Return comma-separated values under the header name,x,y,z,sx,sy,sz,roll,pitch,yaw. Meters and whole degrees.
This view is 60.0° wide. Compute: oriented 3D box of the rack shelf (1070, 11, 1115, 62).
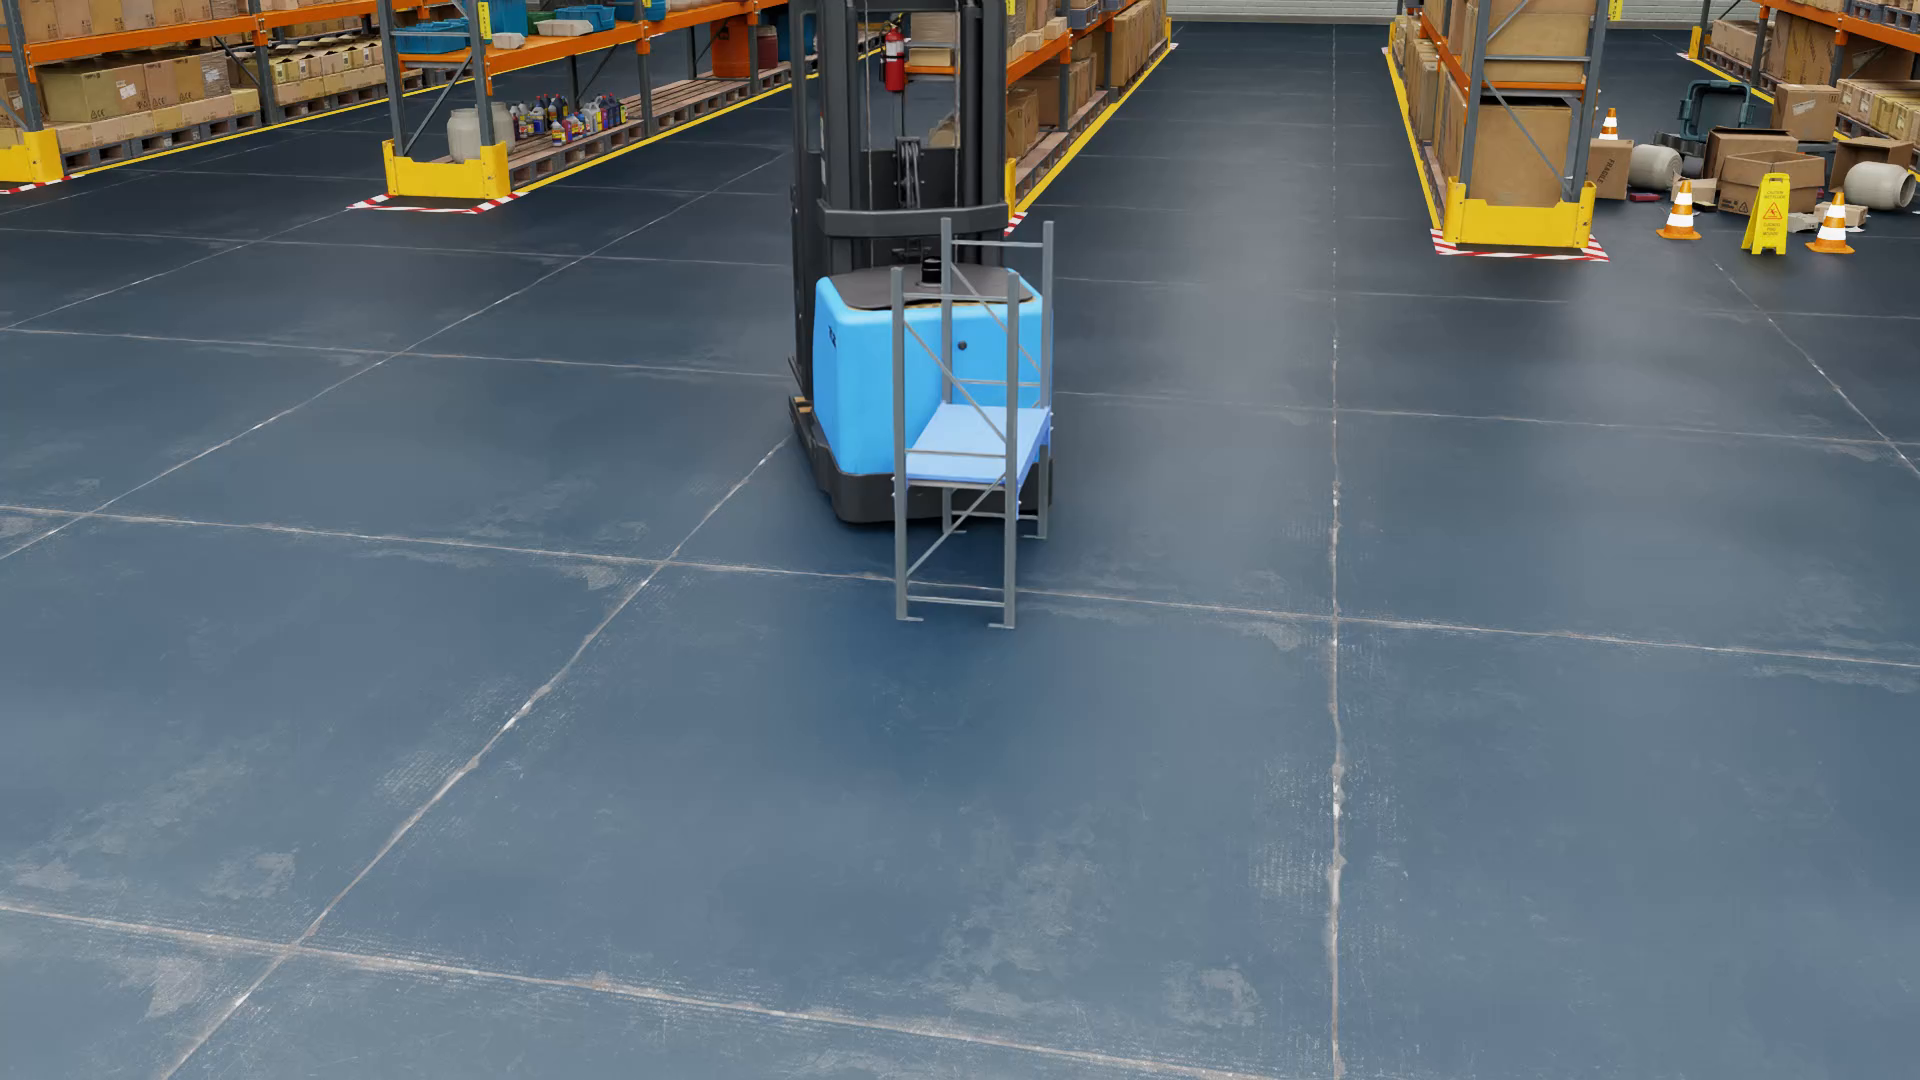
name,x,y,z,sx,sy,sz,roll,pitch,yaw
rack shelf,1.119,-6.224,20.255,1.077,0.370,4.000,4,22,11

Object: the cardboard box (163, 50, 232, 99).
name,x,y,z,sx,sy,sz,roll,pitch,yaw
cardboard box,-8.980,-5.482,19.564,0.500,0.500,0.500,4,22,11

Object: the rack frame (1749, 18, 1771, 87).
name,x,y,z,sx,sy,sz,roll,pitch,yaw
rack frame,12.045,-7.996,23.693,1.000,3.000,0.127,4,22,11

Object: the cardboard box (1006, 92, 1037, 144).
name,x,y,z,sx,sy,sz,roll,pitch,yaw
cardboard box,0.481,-4.508,17.816,0.500,0.500,0.500,12,25,28

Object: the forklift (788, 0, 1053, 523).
name,x,y,z,sx,sy,sz,roll,pitch,yaw
forklift,-0.359,-1.960,8.797,1.130,2.935,3.031,-5,22,-11

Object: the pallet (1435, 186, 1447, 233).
name,x,y,z,sx,sy,sz,roll,pitch,yaw
pallet,4.817,-2.953,14.903,1.003,0.211,1.213,4,22,11

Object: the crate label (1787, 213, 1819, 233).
name,x,y,z,sx,sy,sz,roll,pitch,yaw
crate label,7.365,-2.788,14.593,0.250,0.136,0.298,-7,23,-17

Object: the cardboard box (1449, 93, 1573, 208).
name,x,y,z,sx,sy,sz,roll,pitch,yaw
cardboard box,4.804,-3.410,14.588,0.875,0.875,0.875,5,22,11

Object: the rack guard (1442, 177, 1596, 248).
name,x,y,z,sx,sy,sz,roll,pitch,yaw
rack guard,4.725,-2.780,14.087,1.175,0.500,0.348,4,22,11

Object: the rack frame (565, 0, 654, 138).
name,x,y,z,sx,sy,sz,roll,pitch,yaw
rack frame,-4.138,-6.204,19.242,1.000,3.000,0.127,4,22,11

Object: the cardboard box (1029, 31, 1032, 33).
name,x,y,z,sx,sy,sz,roll,pitch,yaw
cardboard box,0.509,-4.975,16.528,0.380,0.149,0.250,4,22,11

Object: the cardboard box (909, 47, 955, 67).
name,x,y,z,sx,sy,sz,roll,pitch,yaw
cardboard box,-0.249,-4.367,15.017,0.380,0.149,0.250,4,22,11

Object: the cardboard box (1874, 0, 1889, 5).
name,x,y,z,sx,sy,sz,roll,pitch,yaw
cardboard box,10.713,-6.211,19.033,0.380,0.149,0.250,5,22,11

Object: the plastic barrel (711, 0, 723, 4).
name,x,y,z,sx,sy,sz,roll,pitch,yaw
plastic barrel,-3.322,-7.326,21.879,0.421,0.512,0.421,0,22,0

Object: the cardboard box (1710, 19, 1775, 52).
name,x,y,z,sx,sy,sz,roll,pitch,yaw
cardboard box,12.825,-8.217,27.107,0.875,0.438,0.875,4,22,9

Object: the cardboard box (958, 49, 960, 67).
name,x,y,z,sx,sy,sz,roll,pitch,yaw
cardboard box,0.187,-4.333,14.933,0.380,0.149,0.250,4,22,11

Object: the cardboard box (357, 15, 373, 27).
name,x,y,z,sx,sy,sz,roll,pitch,yaw
cardboard box,-11.534,-9.936,31.293,0.700,0.500,0.500,4,22,11

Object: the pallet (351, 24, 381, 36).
name,x,y,z,sx,sy,sz,roll,pitch,yaw
pallet,-11.474,-9.756,31.794,1.003,0.211,1.213,4,22,11

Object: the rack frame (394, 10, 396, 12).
name,x,y,z,sx,sy,sz,roll,pitch,yaw
rack frame,-11.388,-11.347,32.014,1.000,3.000,0.127,4,22,11

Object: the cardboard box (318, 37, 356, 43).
name,x,y,z,sx,sy,sz,roll,pitch,yaw
cardboard box,-8.663,-6.863,23.247,0.500,0.311,0.500,4,22,10

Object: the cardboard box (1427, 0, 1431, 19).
name,x,y,z,sx,sy,sz,roll,pitch,yaw
cardboard box,5.802,-6.406,19.611,0.500,0.500,0.500,4,22,11

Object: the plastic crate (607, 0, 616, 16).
name,x,y,z,sx,sy,sz,roll,pitch,yaw
plastic crate,-4.338,-6.434,19.727,0.402,0.464,0.583,4,22,11

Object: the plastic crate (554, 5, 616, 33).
name,x,y,z,sx,sy,sz,roll,pitch,yaw
plastic crate,-4.098,-5.709,18.213,0.499,0.251,0.616,4,22,11

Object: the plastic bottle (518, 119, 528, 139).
name,x,y,z,sx,sy,sz,roll,pitch,yaw
plastic bottle,-4.776,-4.490,18.144,0.097,0.201,0.097,0,22,0

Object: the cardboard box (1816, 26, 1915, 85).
name,x,y,z,sx,sy,sz,roll,pitch,yaw
cardboard box,11.451,-5.989,20.991,0.875,0.875,0.875,4,22,10

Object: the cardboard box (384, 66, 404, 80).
name,x,y,z,sx,sy,sz,roll,pitch,yaw
cardboard box,-8.140,-6.565,23.258,0.500,0.250,0.500,4,22,10

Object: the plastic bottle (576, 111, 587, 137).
name,x,y,z,sx,sy,sz,roll,pitch,yaw
plastic bottle,-4.147,-4.555,18.210,0.097,0.271,0.097,0,22,0

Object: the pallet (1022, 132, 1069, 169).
name,x,y,z,sx,sy,sz,roll,pitch,yaw
pallet,0.609,-4.284,18.209,1.003,0.211,1.213,4,22,11

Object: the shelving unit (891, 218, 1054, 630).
name,x,y,z,sx,sy,sz,roll,pitch,yaw
shelving unit,0.073,-0.530,7.163,0.538,1.500,1.048,4,22,10

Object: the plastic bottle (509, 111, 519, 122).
name,x,y,z,sx,sy,sz,roll,pitch,yaw
plastic bottle,-4.902,-4.527,18.137,0.152,0.276,0.135,4,22,9

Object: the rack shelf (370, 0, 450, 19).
name,x,y,z,sx,sy,sz,roll,pitch,yaw
rack shelf,-7.762,-8.443,25.766,1.077,0.370,4.000,4,22,11

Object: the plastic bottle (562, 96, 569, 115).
name,x,y,z,sx,sy,sz,roll,pitch,yaw
plastic bottle,-4.632,-5.059,19.463,0.097,0.271,0.097,0,22,0

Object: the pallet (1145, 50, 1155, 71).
name,x,y,z,sx,sy,sz,roll,pitch,yaw
pallet,2.575,-7.730,26.766,1.003,0.211,1.213,4,22,11

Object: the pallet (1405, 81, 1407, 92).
name,x,y,z,sx,sy,sz,roll,pitch,yaw
pallet,6.774,-6.311,23.241,1.003,0.211,1.213,4,22,11

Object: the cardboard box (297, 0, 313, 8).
name,x,y,z,sx,sy,sz,roll,pitch,yaw
cardboard box,-8.706,-7.101,21.337,0.500,0.500,0.500,6,23,15

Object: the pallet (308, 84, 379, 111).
name,x,y,z,sx,sy,sz,roll,pitch,yaw
pallet,-8.627,-6.009,22.491,1.003,0.211,1.213,4,22,11

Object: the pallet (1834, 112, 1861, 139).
name,x,y,z,sx,sy,sz,roll,pitch,yaw
pallet,11.068,-4.954,19.872,1.003,0.211,1.213,4,22,11

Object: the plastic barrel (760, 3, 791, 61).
name,x,y,z,sx,sy,sz,roll,pitch,yaw
plastic barrel,-2.777,-7.894,25.686,0.600,0.901,0.708,4,22,11

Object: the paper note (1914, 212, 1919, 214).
name,x,y,z,sx,sy,sz,roll,pitch,yaw
paper note,8.875,-3.016,15.301,0.142,0.019,0.148,-3,22,-8

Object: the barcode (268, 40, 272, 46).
name,x,y,z,sx,sy,sz,roll,pitch,yaw
barcode,-8.526,-6.134,20.541,0.001,0.075,0.075,4,22,11

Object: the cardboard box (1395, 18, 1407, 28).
name,x,y,z,sx,sy,sz,roll,pitch,yaw
cardboard box,7.440,-8.590,27.625,0.380,0.149,0.250,4,22,11

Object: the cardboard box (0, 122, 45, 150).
name,x,y,z,sx,sy,sz,roll,pitch,yaw
cardboard box,-9.982,-4.258,17.529,0.500,0.250,0.500,4,22,11

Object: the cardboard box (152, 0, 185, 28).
name,x,y,z,sx,sy,sz,roll,pitch,yaw
cardboard box,-9.278,-6.090,18.825,0.700,0.500,0.500,5,22,12

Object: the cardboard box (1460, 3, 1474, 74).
name,x,y,z,sx,sy,sz,roll,pitch,yaw
cardboard box,4.852,-4.360,14.462,0.875,0.550,0.550,4,22,11

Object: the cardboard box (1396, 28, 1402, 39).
name,x,y,z,sx,sy,sz,roll,pitch,yaw
cardboard box,7.404,-8.360,27.453,0.380,0.149,0.250,5,23,13

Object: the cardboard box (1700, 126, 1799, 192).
name,x,y,z,sx,sy,sz,roll,pitch,yaw
cardboard box,7.659,-3.691,16.162,0.797,0.637,0.503,4,22,11

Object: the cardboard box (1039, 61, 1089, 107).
name,x,y,z,sx,sy,sz,roll,pitch,yaw
cardboard box,1.201,-5.675,20.687,0.700,0.500,0.500,6,23,15

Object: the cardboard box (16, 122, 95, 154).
name,x,y,z,sx,sy,sz,roll,pitch,yaw
cardboard box,-9.475,-4.218,17.430,0.500,0.250,0.500,4,22,11

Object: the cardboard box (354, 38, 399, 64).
name,x,y,z,sx,sy,sz,roll,pitch,yaw
cardboard box,-8.135,-6.824,23.150,0.500,0.311,0.500,4,22,10

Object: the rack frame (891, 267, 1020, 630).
name,x,y,z,sx,sy,sz,roll,pitch,yaw
rack frame,-0.019,-0.343,6.699,0.500,1.500,0.032,4,22,10

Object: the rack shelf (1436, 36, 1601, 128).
name,x,y,z,sx,sy,sz,roll,pitch,yaw
rack shelf,5.138,-4.346,15.592,1.077,0.370,4.000,4,22,11

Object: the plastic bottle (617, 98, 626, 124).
name,x,y,z,sx,sy,sz,roll,pitch,yaw
plastic bottle,-3.913,-4.947,19.168,0.061,0.283,0.133,6,23,14

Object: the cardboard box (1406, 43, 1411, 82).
name,x,y,z,sx,sy,sz,roll,pitch,yaw
cardboard box,6.442,-6.554,22.896,0.500,0.500,0.500,3,22,9

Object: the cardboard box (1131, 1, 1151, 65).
name,x,y,z,sx,sy,sz,roll,pitch,yaw
cardboard box,2.233,-7.725,25.302,1.225,0.875,0.875,5,22,11

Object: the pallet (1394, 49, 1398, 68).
name,x,y,z,sx,sy,sz,roll,pitch,yaw
pallet,7.528,-7.739,26.787,1.003,0.211,1.213,4,22,11

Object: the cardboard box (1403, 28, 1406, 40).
name,x,y,z,sx,sy,sz,roll,pitch,yaw
cardboard box,7.053,-7.823,25.721,0.380,0.149,0.250,4,22,10

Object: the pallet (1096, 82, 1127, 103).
name,x,y,z,sx,sy,sz,roll,pitch,yaw
pallet,1.762,-6.278,23.159,1.003,0.211,1.213,4,22,11

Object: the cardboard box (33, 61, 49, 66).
name,x,y,z,sx,sy,sz,roll,pitch,yaw
cardboard box,-13.408,-6.836,23.568,0.700,0.500,0.500,4,22,11
